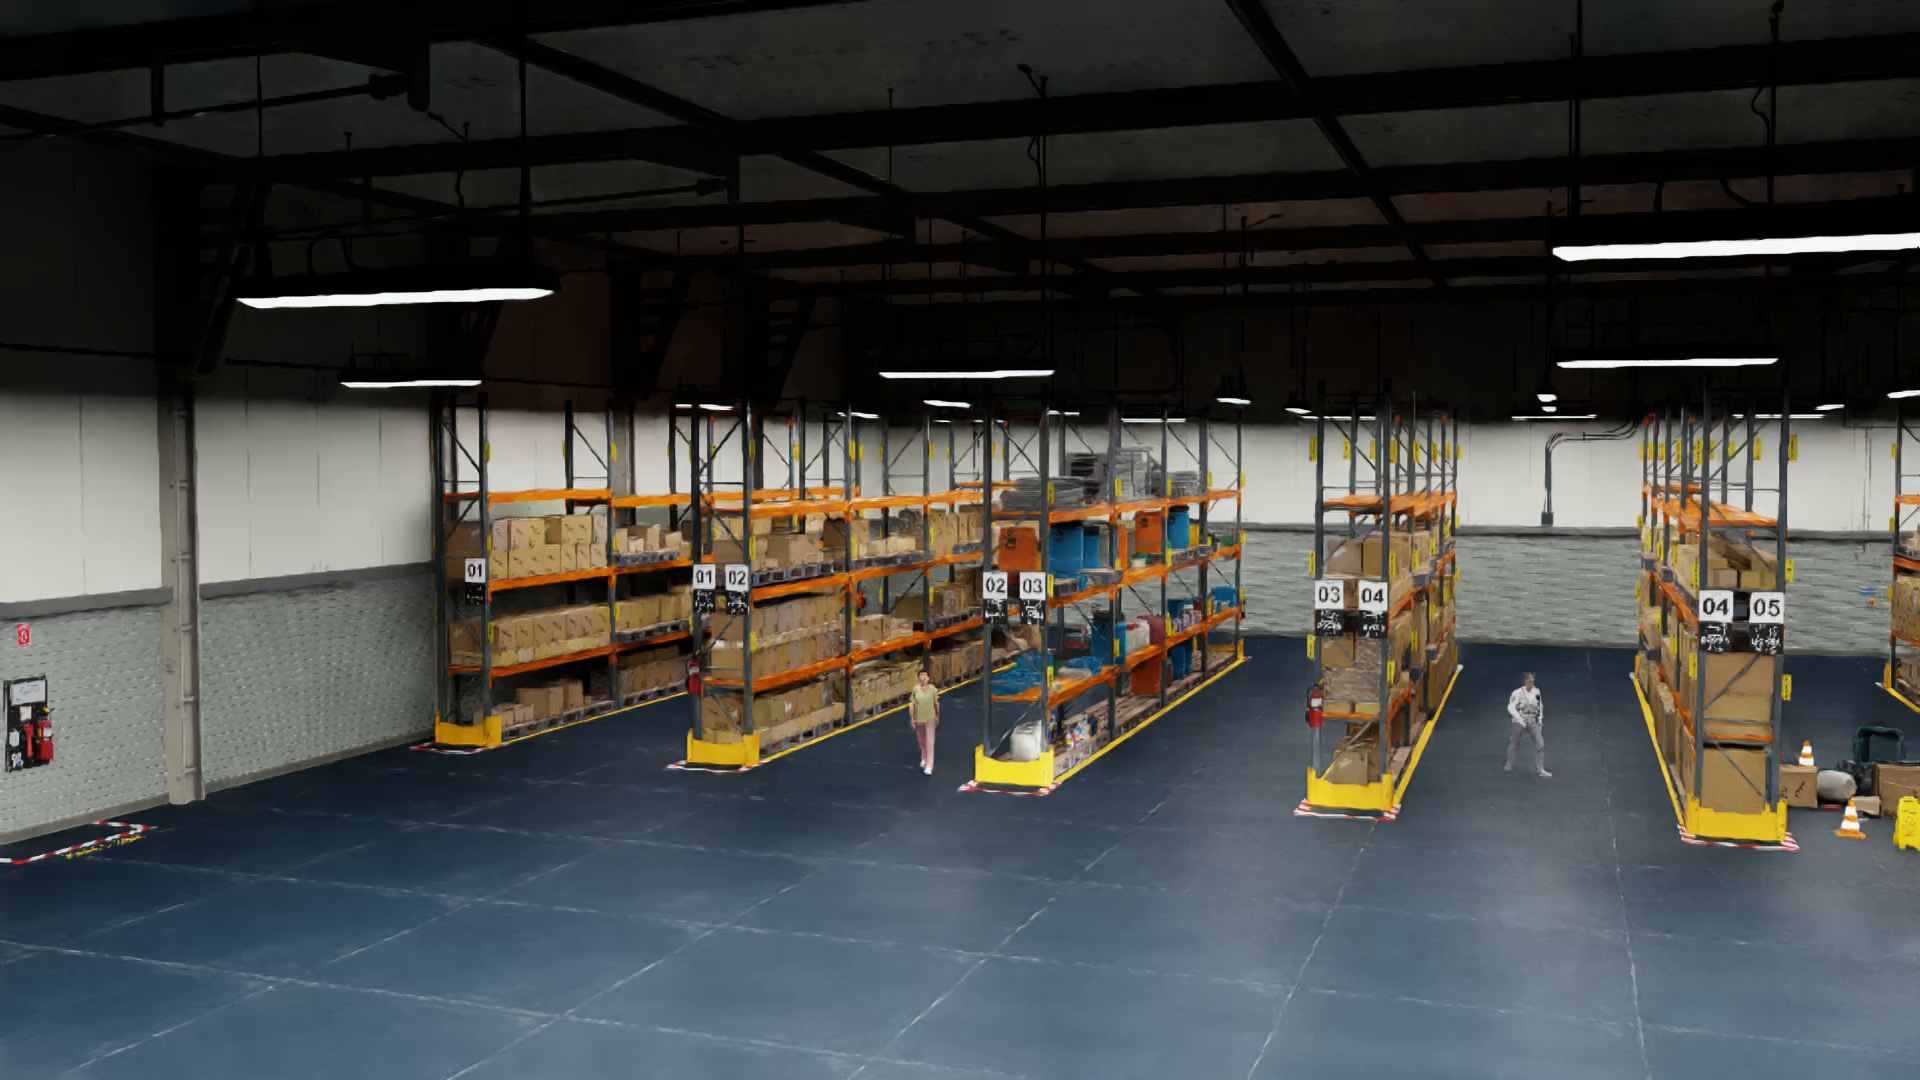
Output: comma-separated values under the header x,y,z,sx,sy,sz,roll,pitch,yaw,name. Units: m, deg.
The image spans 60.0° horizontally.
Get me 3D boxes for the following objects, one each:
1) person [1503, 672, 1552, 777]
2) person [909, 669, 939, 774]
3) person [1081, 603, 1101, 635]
x,y,z,sx,sy,sz,roll,pitch,yaw,name
8.746,2.816,25.706,0.630,1.608,0.811,0,3,3,person
-0.567,2.803,25.964,0.446,1.601,1.018,1,3,12,person
2.981,2.214,36.382,0.682,1.715,0.536,1,3,18,person
